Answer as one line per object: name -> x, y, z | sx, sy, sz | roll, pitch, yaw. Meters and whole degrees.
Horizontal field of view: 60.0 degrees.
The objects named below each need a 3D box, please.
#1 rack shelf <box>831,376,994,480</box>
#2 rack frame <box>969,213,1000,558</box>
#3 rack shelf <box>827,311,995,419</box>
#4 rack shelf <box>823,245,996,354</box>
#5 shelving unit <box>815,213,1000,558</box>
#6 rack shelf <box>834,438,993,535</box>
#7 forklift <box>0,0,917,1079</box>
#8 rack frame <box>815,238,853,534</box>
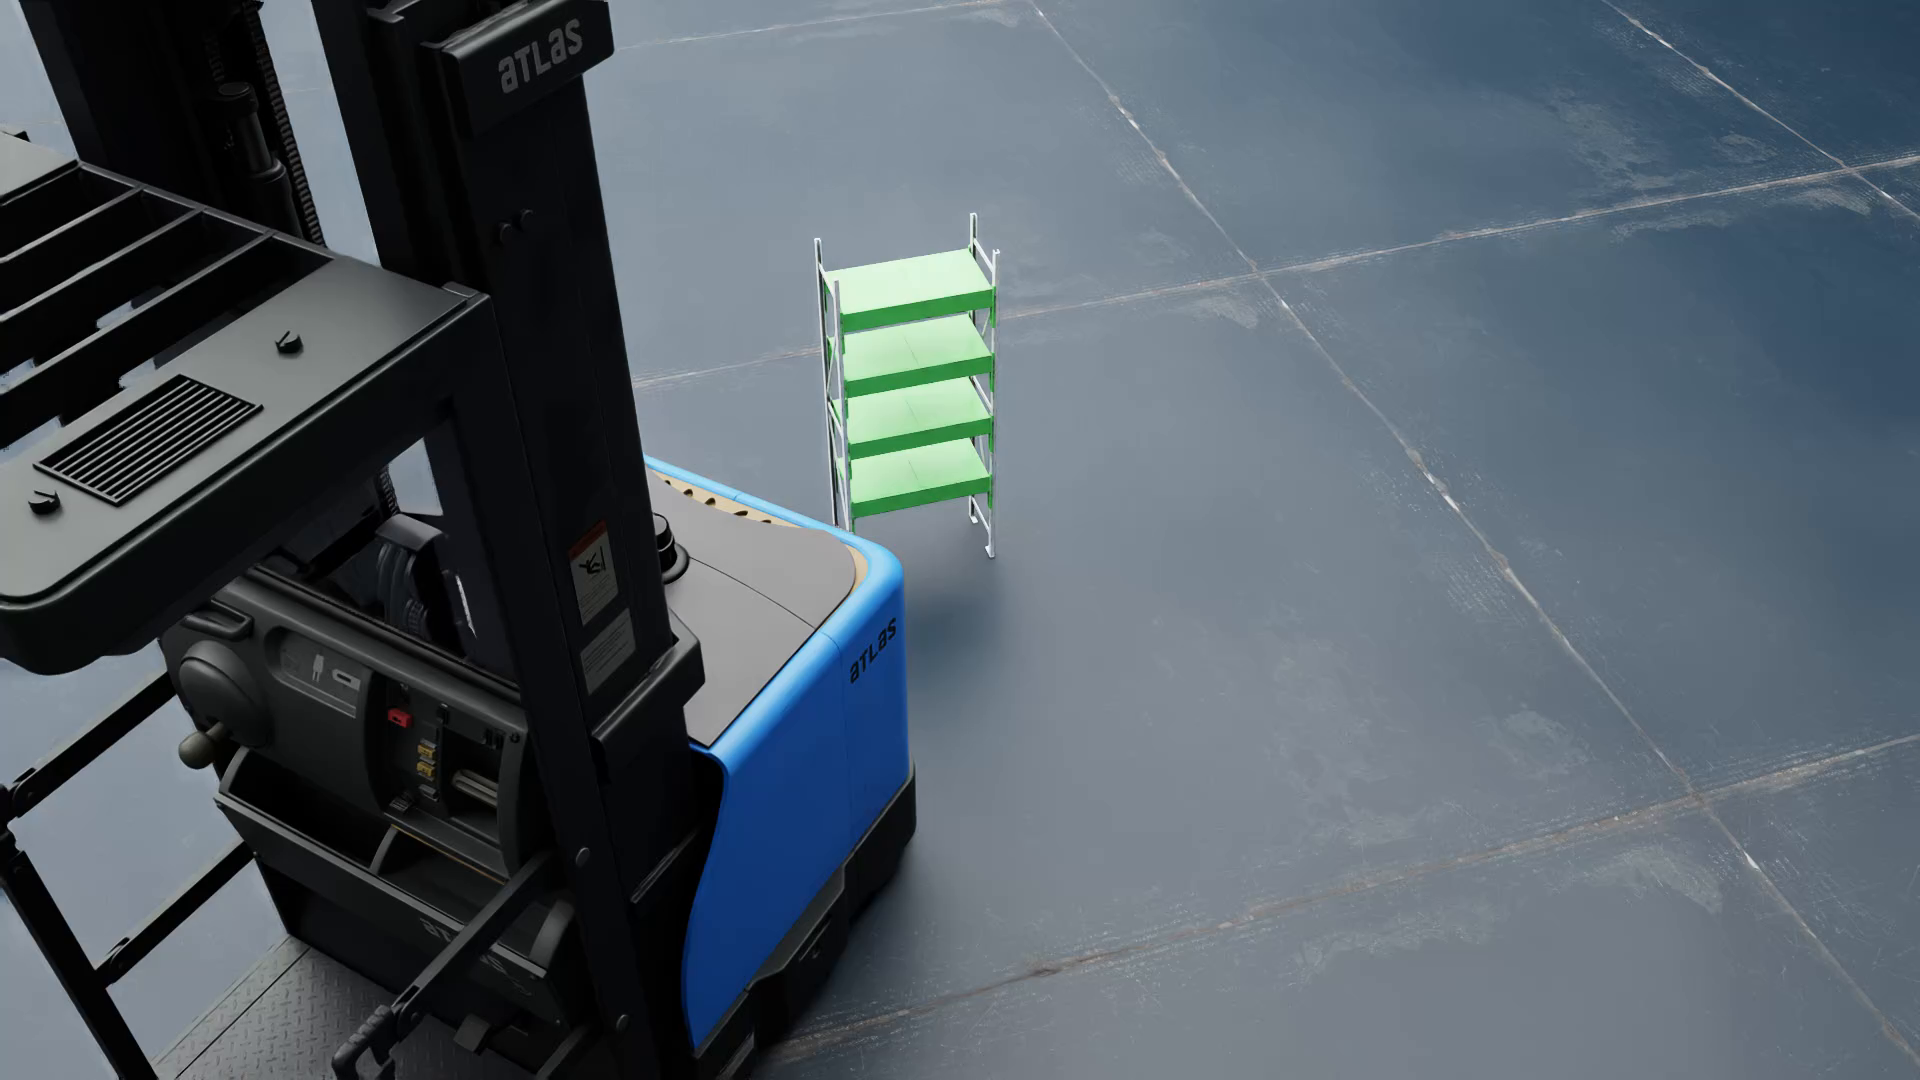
rack shelf -> -0.158, -0.371, 5.360 | 0.480, 0.148, 0.258 | -12, 42, -13
rack frame -> 0.075, -0.467, 5.373 | 0.015, 1.200, 0.240 | -12, 42, -13
rack shelf -> -0.158, -0.552, 5.202 | 0.480, 0.148, 0.258 | -12, 42, -13
rack shelf -> -0.158, -0.733, 5.044 | 0.480, 0.148, 0.258 | -12, 42, -13
shelving unit -> -0.158, -0.419, 5.318 | 0.503, 1.200, 0.258 | -12, 42, -13
rack shelf -> -0.158, -0.190, 5.518 | 0.480, 0.148, 0.258 | -12, 42, -13
forklift -> -1.290, 0.423, 3.038 | 1.130, 2.935, 3.031 | 21, 45, 22
rack frame -> -0.391, -0.371, 5.263 | 0.015, 1.200, 0.240 | -12, 42, -13
